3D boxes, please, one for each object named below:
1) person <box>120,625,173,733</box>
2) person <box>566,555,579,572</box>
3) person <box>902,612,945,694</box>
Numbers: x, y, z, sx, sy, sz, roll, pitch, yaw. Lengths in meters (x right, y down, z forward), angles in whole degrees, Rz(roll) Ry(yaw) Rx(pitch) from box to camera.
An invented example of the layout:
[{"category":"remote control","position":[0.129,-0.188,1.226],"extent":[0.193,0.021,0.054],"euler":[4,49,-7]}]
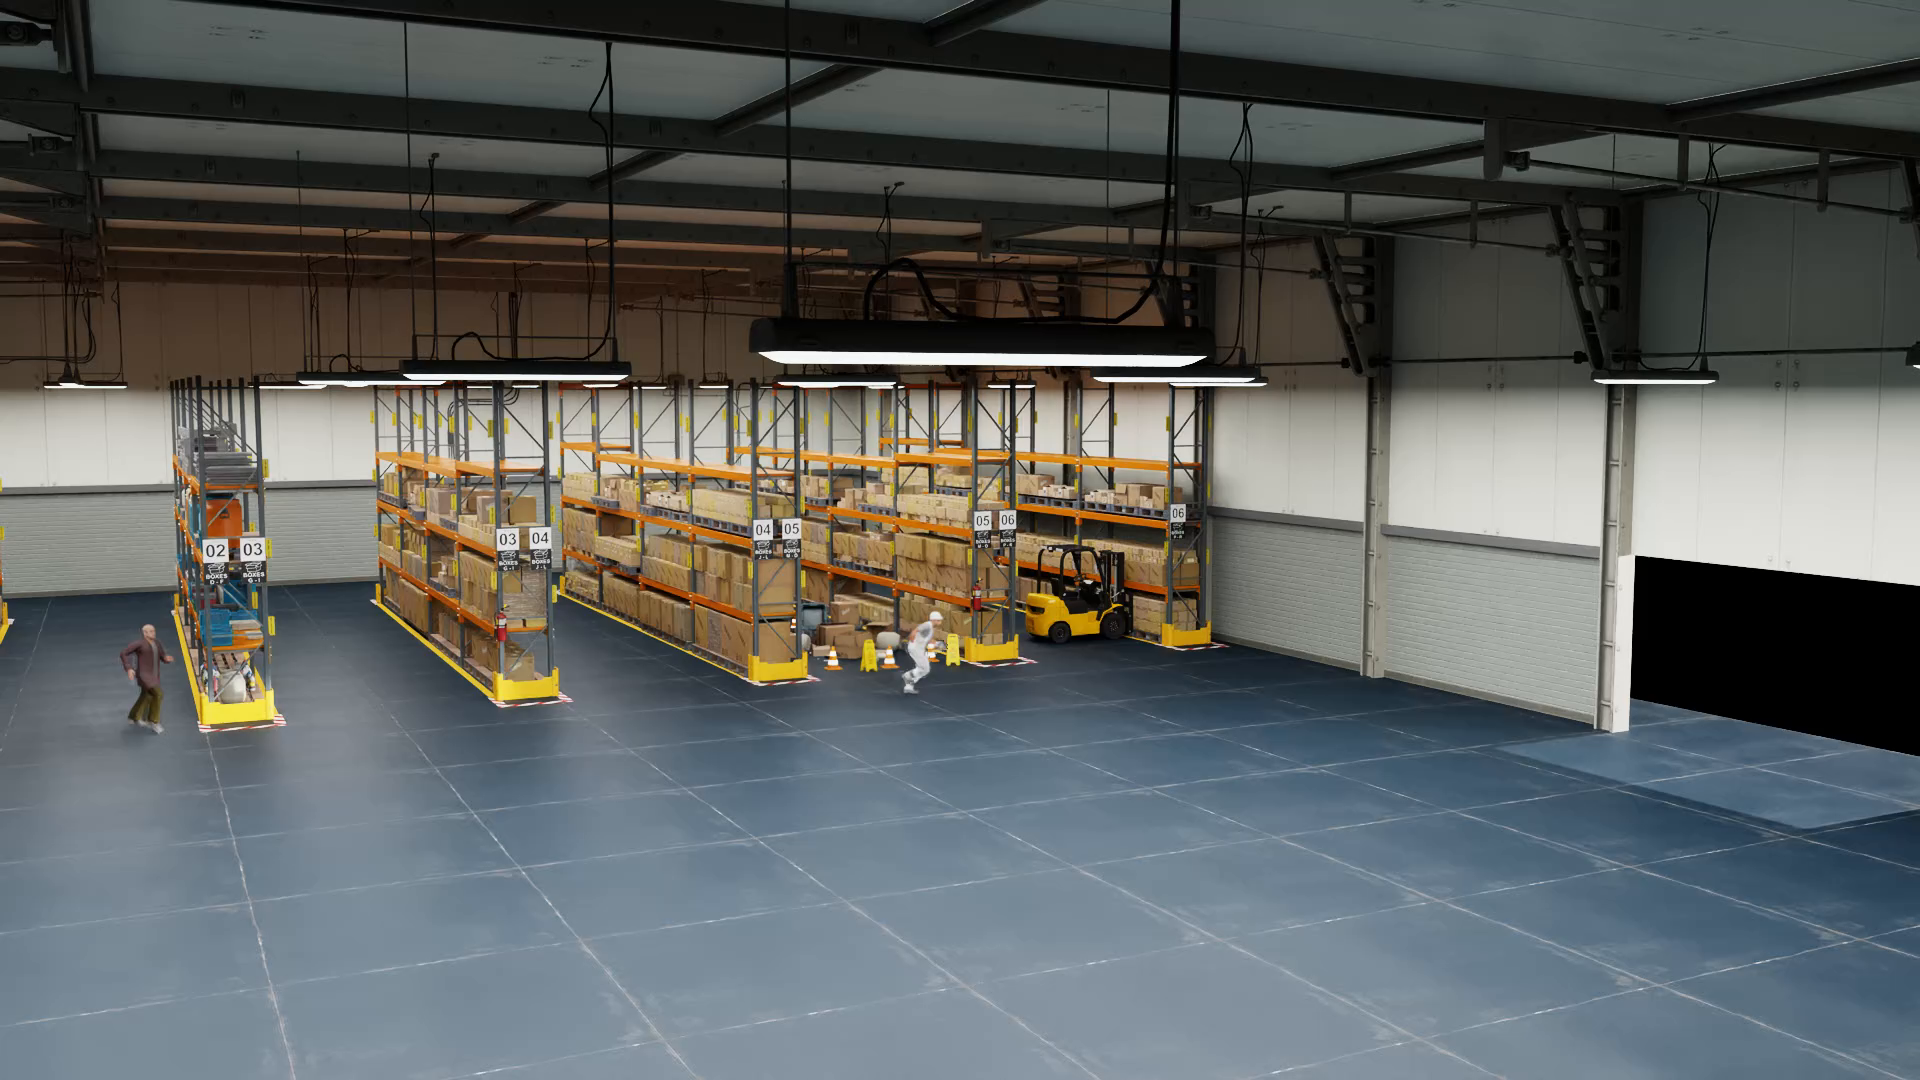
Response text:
[{"category":"person","position":[-13.701,2.347,28.077],"extent":[0.915,1.844,0.665],"euler":[1,5,7]},{"category":"person","position":[-11.311,0.551,48.946],"extent":[0.615,1.682,0.626],"euler":[3,6,31]},{"category":"person","position":[-0.709,2.141,31.448],"extent":[0.825,1.592,0.693],"euler":[1,5,14]}]
